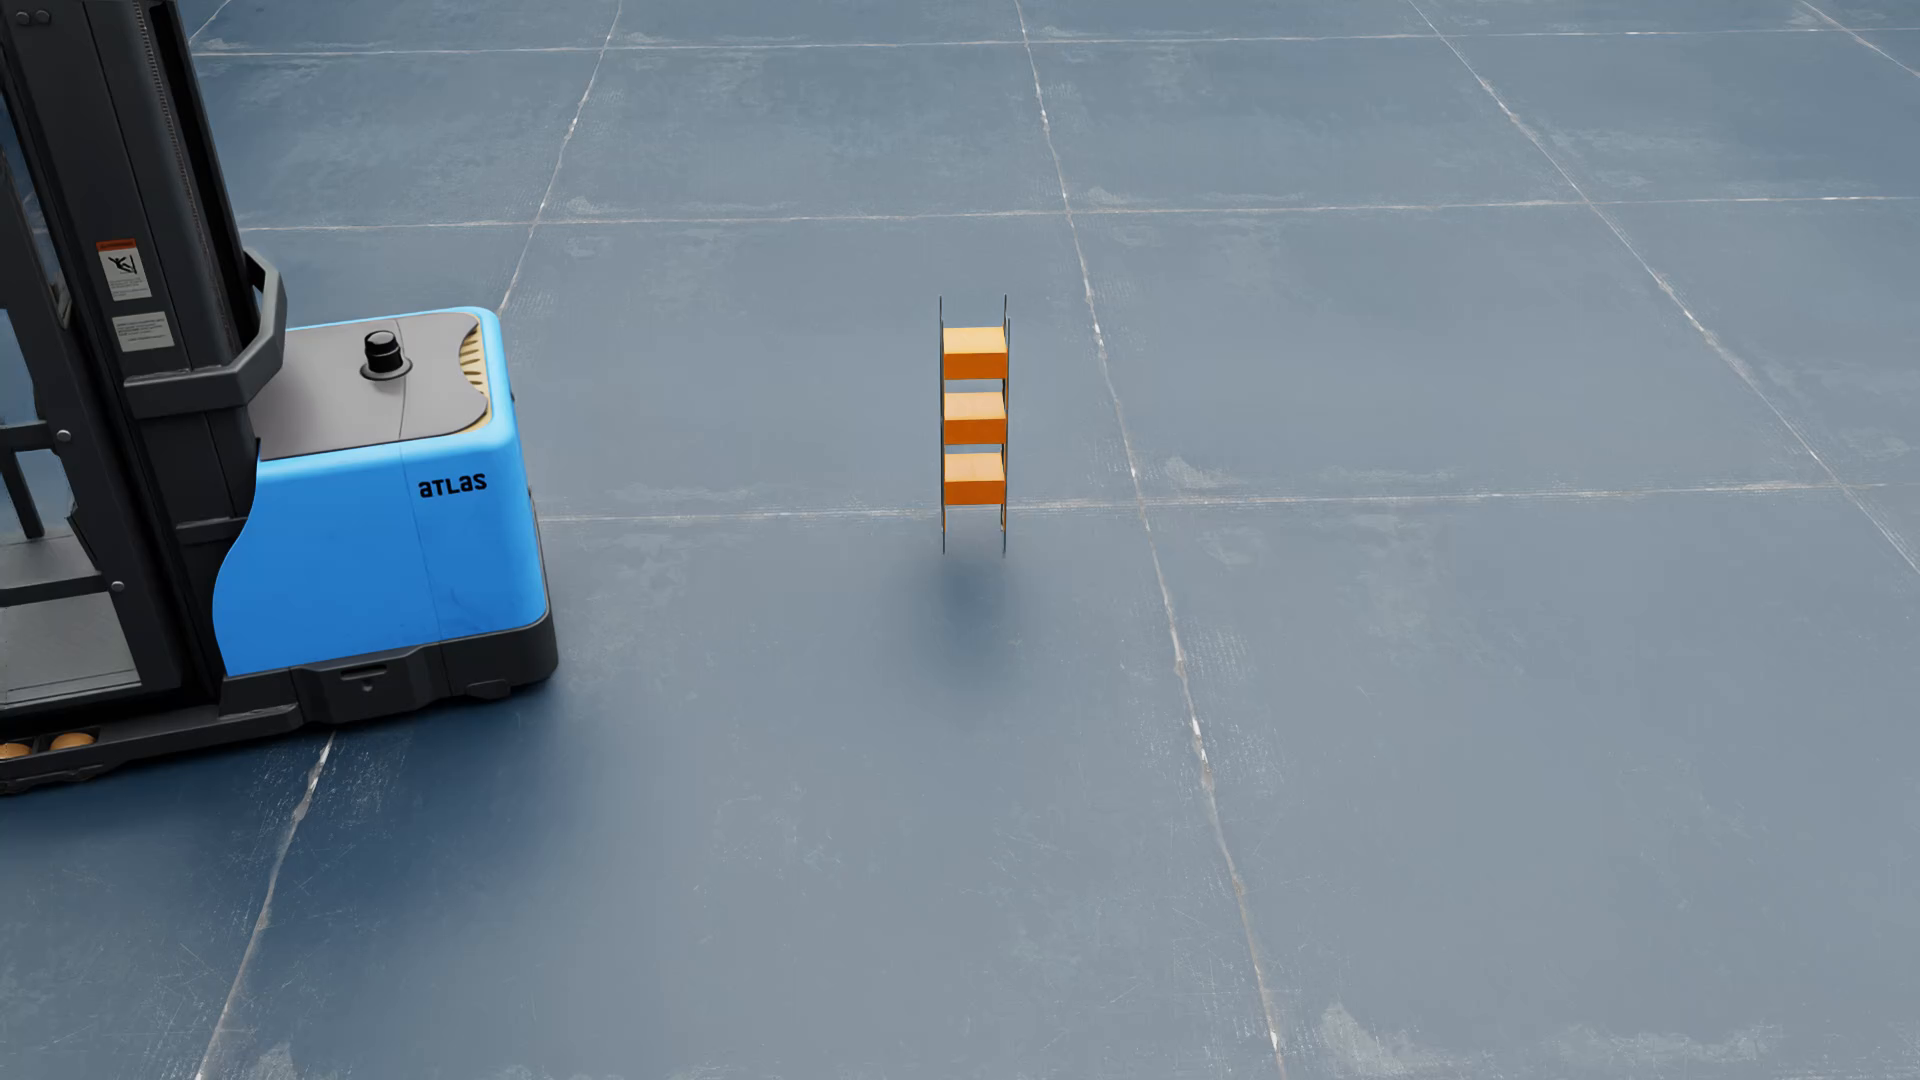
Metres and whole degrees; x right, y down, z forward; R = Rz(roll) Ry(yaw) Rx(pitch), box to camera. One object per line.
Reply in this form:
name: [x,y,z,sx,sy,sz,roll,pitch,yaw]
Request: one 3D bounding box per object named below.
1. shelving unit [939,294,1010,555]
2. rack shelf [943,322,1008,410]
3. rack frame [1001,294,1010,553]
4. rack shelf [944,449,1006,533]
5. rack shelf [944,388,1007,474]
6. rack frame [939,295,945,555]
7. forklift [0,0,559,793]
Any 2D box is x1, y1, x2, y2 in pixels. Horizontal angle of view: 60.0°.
shelving unit: [0.053,-0.433,6.453,0.252,1.050,0.215,-2,35,-2]
rack shelf: [0.053,-0.658,6.298,0.240,0.259,0.215,-2,35,-2]
rack frame: [0.175,-0.436,6.458,0.008,1.050,0.200,-2,35,-2]
rack shelf: [0.053,-0.196,6.618,0.240,0.259,0.215,-2,35,-2]
rack shelf: [0.053,-0.424,6.459,0.240,0.259,0.215,-2,35,-2]
rack frame: [-0.068,-0.430,6.449,0.008,1.050,0.200,-2,35,-2]
forklift: [-3.019,-0.699,5.184,3.031,2.935,1.130,-10,36,-13]
